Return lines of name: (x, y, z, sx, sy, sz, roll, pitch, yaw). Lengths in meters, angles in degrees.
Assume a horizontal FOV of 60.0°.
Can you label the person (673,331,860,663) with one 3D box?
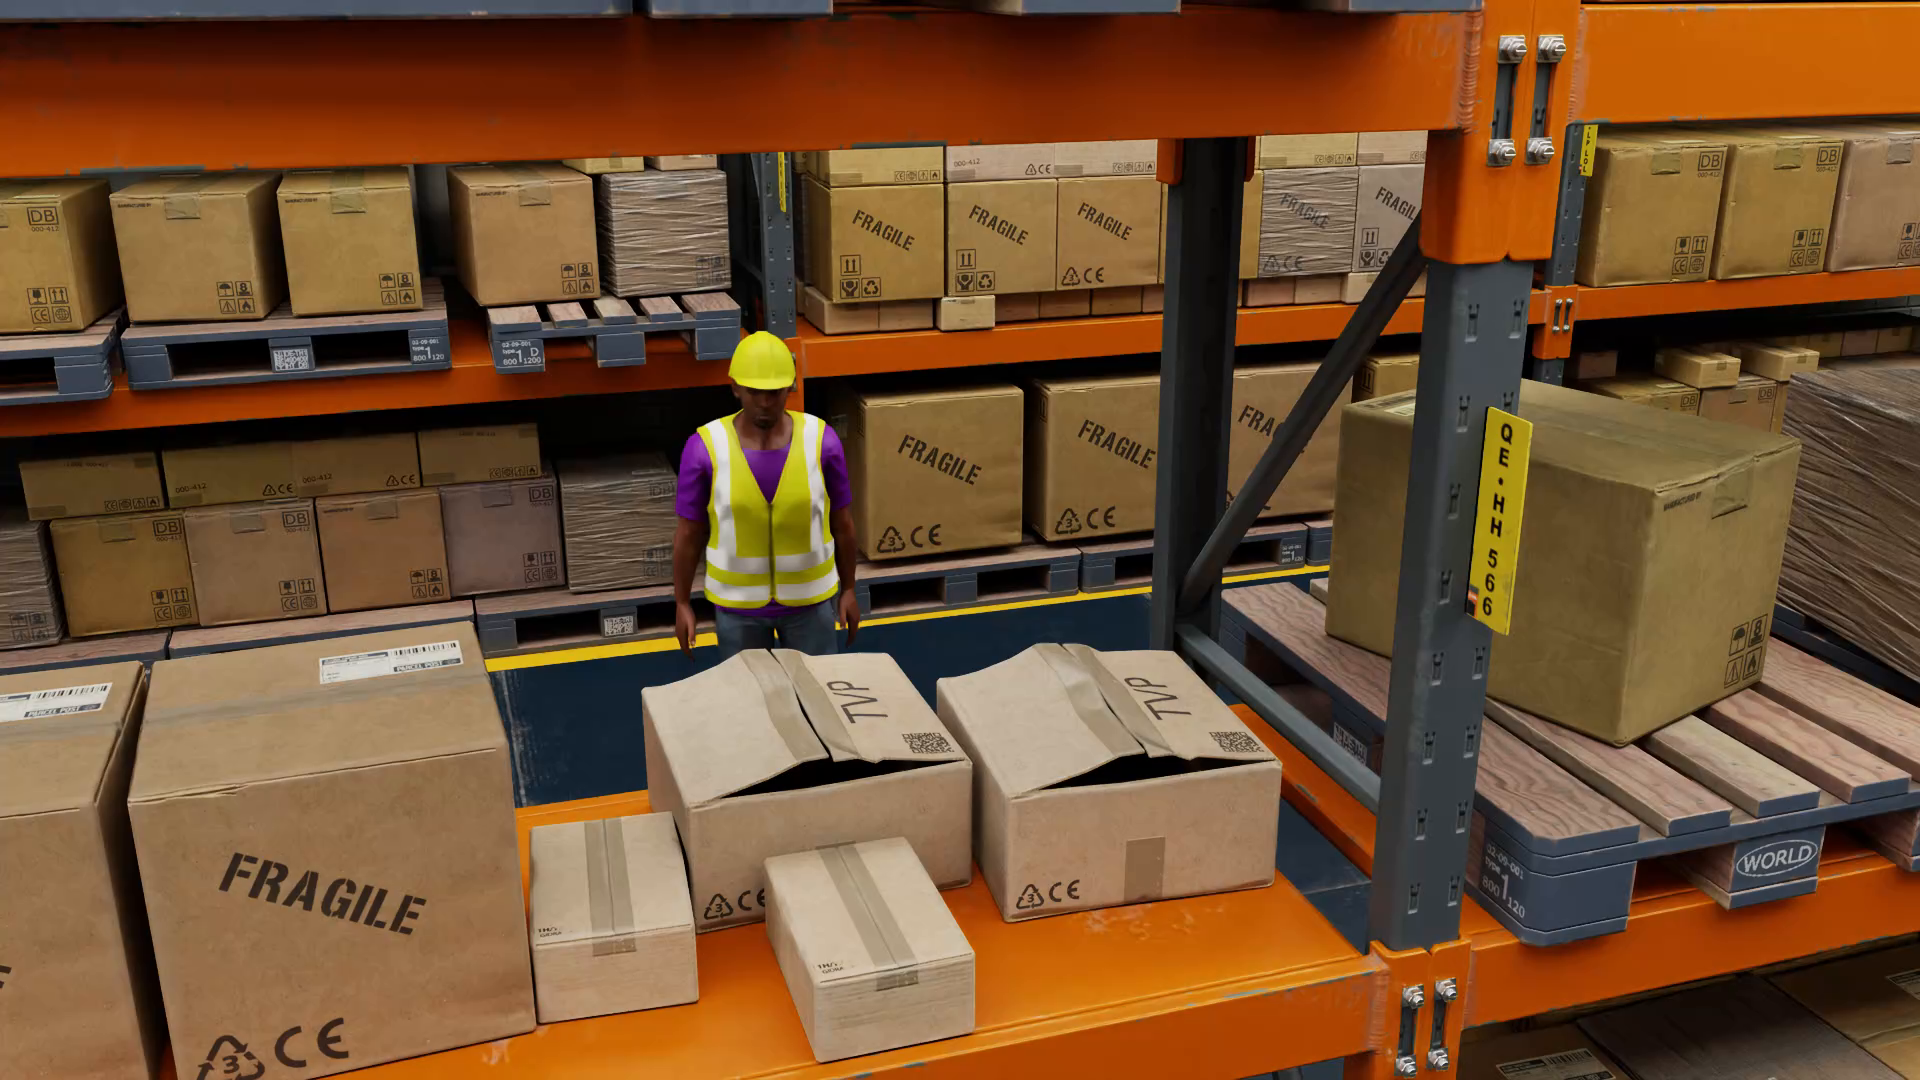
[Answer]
person: (-0.623, 0.205, 5.401, 0.606, 1.770, 0.408, -3, 19, -9)
